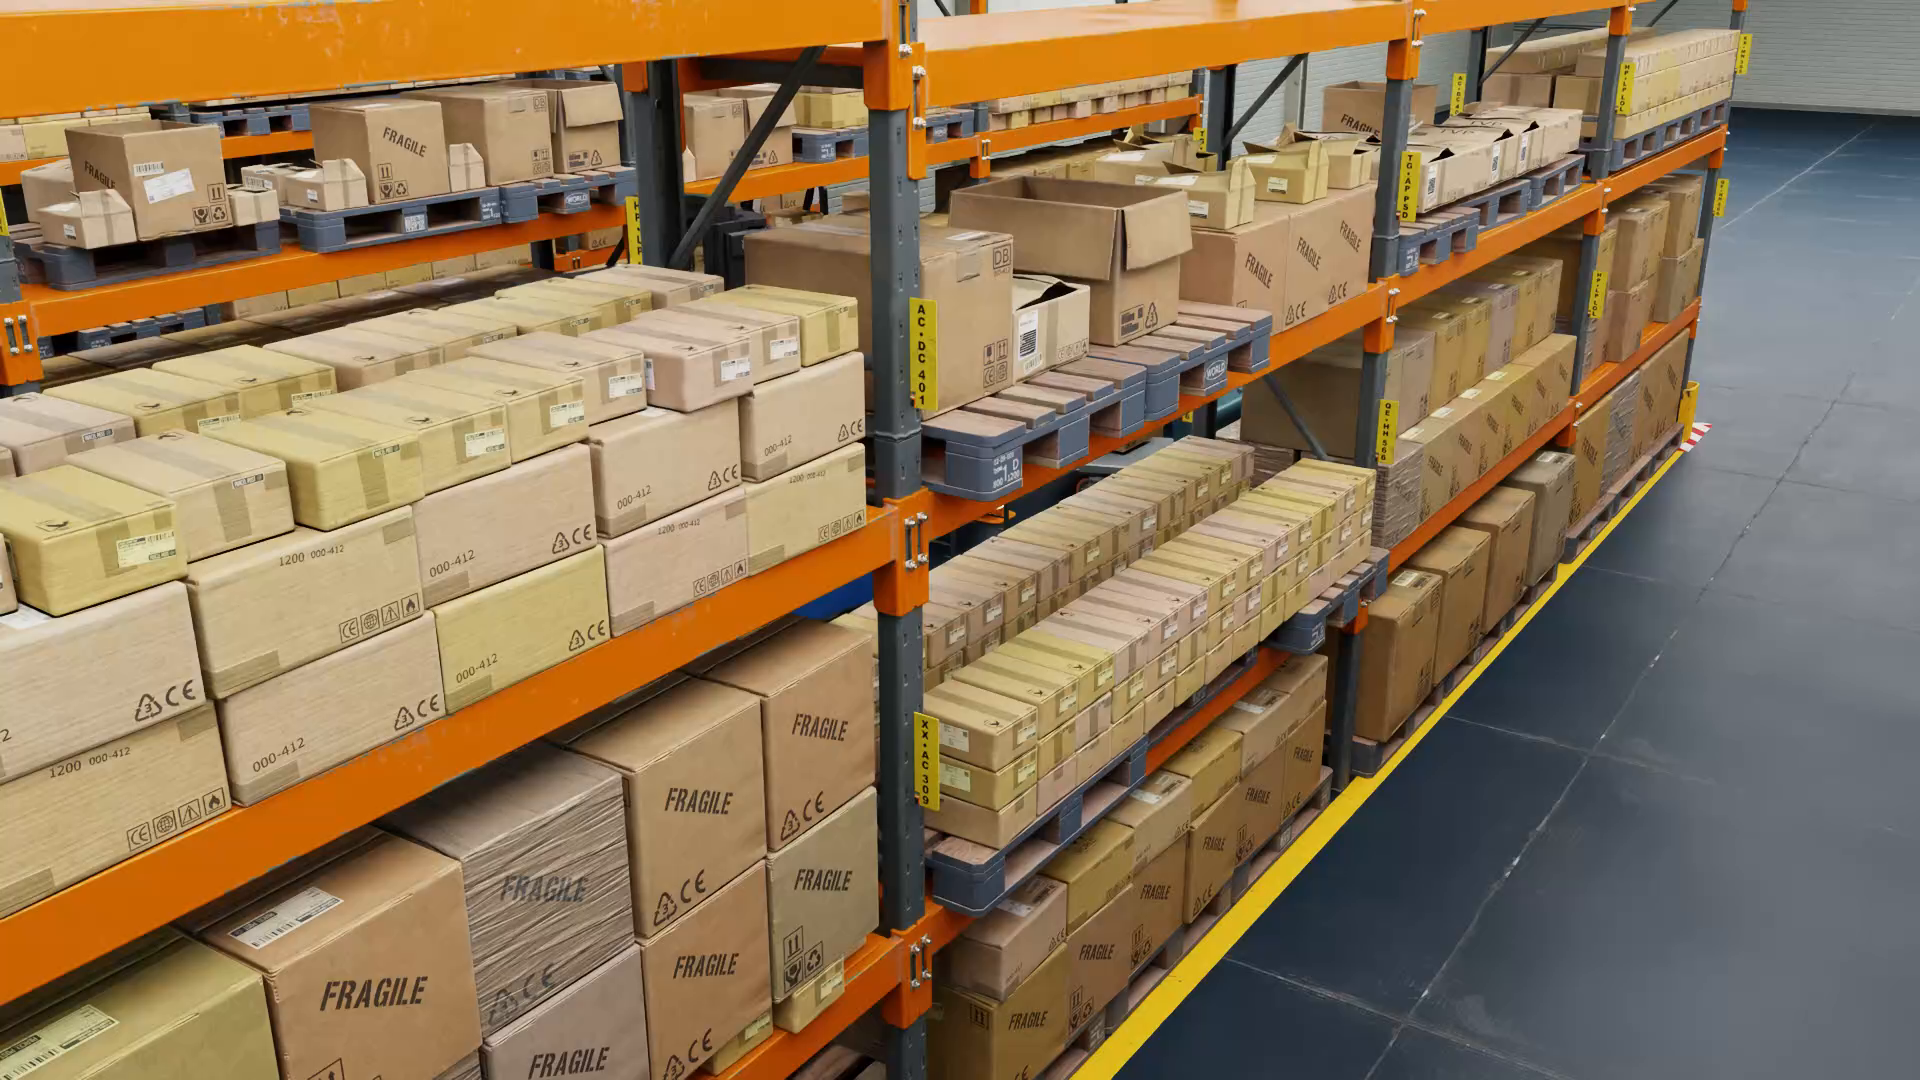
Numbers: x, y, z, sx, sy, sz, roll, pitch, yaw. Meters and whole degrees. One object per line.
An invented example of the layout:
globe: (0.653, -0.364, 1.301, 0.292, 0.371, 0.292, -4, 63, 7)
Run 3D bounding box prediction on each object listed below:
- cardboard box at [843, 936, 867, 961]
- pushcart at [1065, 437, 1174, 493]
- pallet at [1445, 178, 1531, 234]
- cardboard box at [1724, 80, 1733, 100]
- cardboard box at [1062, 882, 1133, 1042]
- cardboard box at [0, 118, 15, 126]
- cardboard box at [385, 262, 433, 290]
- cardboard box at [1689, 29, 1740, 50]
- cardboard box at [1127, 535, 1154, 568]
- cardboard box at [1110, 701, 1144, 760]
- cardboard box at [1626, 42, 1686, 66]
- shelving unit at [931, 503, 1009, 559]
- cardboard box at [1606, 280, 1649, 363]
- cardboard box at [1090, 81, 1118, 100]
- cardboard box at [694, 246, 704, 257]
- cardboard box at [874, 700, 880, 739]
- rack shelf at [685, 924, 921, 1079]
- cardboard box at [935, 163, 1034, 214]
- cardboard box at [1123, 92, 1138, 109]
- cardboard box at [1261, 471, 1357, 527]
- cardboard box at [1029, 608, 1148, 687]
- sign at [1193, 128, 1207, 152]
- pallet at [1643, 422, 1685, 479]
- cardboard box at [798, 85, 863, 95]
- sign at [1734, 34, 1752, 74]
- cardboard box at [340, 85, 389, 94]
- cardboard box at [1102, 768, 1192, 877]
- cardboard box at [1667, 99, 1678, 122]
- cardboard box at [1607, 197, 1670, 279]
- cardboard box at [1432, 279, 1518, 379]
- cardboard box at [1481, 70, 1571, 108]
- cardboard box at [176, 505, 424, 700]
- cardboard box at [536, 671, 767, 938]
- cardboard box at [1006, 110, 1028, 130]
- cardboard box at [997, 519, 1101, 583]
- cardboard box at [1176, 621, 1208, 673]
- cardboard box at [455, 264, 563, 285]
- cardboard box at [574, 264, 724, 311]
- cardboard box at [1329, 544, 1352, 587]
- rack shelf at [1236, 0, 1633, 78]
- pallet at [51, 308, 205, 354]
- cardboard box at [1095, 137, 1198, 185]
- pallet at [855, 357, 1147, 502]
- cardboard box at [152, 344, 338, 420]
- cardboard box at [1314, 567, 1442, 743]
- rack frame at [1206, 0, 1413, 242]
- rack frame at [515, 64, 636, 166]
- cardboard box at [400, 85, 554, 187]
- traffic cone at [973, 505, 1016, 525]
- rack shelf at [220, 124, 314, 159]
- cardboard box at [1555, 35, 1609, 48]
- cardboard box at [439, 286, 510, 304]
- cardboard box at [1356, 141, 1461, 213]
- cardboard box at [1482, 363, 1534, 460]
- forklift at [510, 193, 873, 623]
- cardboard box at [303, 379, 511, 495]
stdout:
cardboard box: (-0.529, 1.253, 5.417, 0.380, 0.149, 0.250, 13, 24, 31)
pushcart: (1.698, -0.564, 13.746, 1.648, 0.377, 0.936, 5, 21, 13)
pallet: (2.631, -1.975, 9.729, 1.003, 0.211, 1.213, 15, 25, 34)
cardboard box: (6.277, -3.807, 14.023, 0.380, 0.149, 0.250, 13, 24, 32)
cardboard box: (0.369, 1.670, 6.923, 0.500, 0.500, 0.500, 15, 25, 34)
cardboard box: (-7.187, -3.136, 12.237, 0.380, 0.149, 0.250, 14, 24, 32)
cardboard box: (-5.256, -2.494, 15.400, 0.500, 0.250, 0.500, 14, 25, 34)
cardboard box: (6.275, -4.180, 13.881, 0.380, 0.149, 0.250, 14, 24, 32)
cardboard box: (0.669, 0.040, 7.662, 0.380, 0.149, 0.250, 13, 24, 32)
cardboard box: (0.477, 0.681, 6.356, 0.380, 0.149, 0.250, 14, 24, 32)
cardboard box: (5.135, -3.598, 12.309, 0.380, 0.149, 0.250, 13, 24, 32)
shelving unit: (0.004, -0.705, 12.510, 0.431, 1.500, 0.755, 13, 24, 32)
cardboard box: (4.824, -1.761, 12.985, 0.875, 0.550, 0.550, 13, 24, 32)
cardboard box: (1.115, -4.210, 15.285, 0.500, 0.250, 0.500, 14, 24, 32)
cardboard box: (-1.874, -1.940, 12.508, 0.500, 0.500, 0.500, 11, 23, 28)
cardboard box: (-0.501, 0.636, 6.050, 0.380, 0.149, 0.250, 14, 25, 33)
rack shelf: (-1.686, 1.919, 4.291, 1.077, 0.370, 4.000, 13, 24, 32)
cardboard box: (0.211, -2.964, 14.439, 0.700, 0.500, 0.500, 13, 24, 31)
cardboard box: (1.475, -4.216, 15.878, 0.380, 0.149, 0.250, 13, 24, 31)
cardboard box: (1.647, -0.197, 7.873, 0.380, 0.149, 0.250, 13, 24, 31)
cardboard box: (0.480, 0.400, 6.258, 0.380, 0.149, 0.250, 13, 24, 31)
sign: (1.232, -1.937, 8.496, 0.100, 0.325, 0.005, 13, 24, 32)
pallet: (5.799, -0.883, 14.848, 1.003, 0.211, 1.213, 13, 24, 32)
cardboard box: (-0.991, -3.504, 12.481, 0.500, 0.250, 0.500, 14, 24, 33)
sign: (6.625, -4.111, 14.069, 0.100, 0.325, 0.005, 13, 24, 32)
cardboard box: (-5.390, -4.194, 14.561, 0.500, 0.500, 0.500, 14, 24, 33)
cardboard box: (0.660, 1.172, 7.190, 0.500, 0.250, 0.500, 14, 25, 34)
cardboard box: (5.135, -3.225, 12.448, 0.380, 0.149, 0.250, 13, 24, 32)
cardboard box: (5.093, -2.426, 13.228, 0.875, 0.550, 0.500, 13, 24, 32)
cardboard box: (3.089, -1.367, 10.553, 0.700, 0.500, 0.500, 14, 24, 32)
cardboard box: (4.000, -3.199, 11.804, 0.500, 0.250, 0.500, 13, 24, 31)
cardboard box: (-1.479, 0.071, 3.422, 0.500, 0.250, 0.500, 12, 24, 30)
cardboard box: (-0.889, 0.689, 4.565, 0.500, 0.500, 0.500, 12, 24, 30)
cardboard box: (0.358, -3.619, 14.263, 0.380, 0.149, 0.250, 13, 24, 32)
cardboard box: (0.386, 0.045, 7.220, 0.380, 0.149, 0.250, 13, 24, 31)
cardboard box: (0.773, 0.388, 6.721, 0.380, 0.149, 0.250, 13, 24, 31)
cardboard box: (-2.943, -1.499, 10.908, 0.500, 0.500, 0.500, 12, 24, 30)
cardboard box: (-0.926, -0.714, 4.970, 0.380, 0.149, 0.250, 13, 24, 31)
cardboard box: (1.648, 0.083, 7.975, 0.380, 0.149, 0.250, 13, 24, 32)
rack shelf: (2.811, -3.003, 9.525, 1.077, 0.370, 4.000, 13, 24, 32)
pallet: (-6.894, -1.746, 13.437, 1.213, 0.211, 1.003, 13, 24, 32)
cardboard box: (0.831, -1.662, 7.363, 0.396, 0.266, 0.258, 13, 24, 32)
pallet: (-0.127, -0.468, 5.653, 1.213, 0.211, 1.003, 13, 24, 32)
cardboard box: (-1.704, -0.347, 3.976, 0.380, 0.149, 0.250, 15, 25, 34)
cardboard box: (2.103, 0.561, 9.563, 1.050, 0.750, 0.750, 13, 24, 31)
rack frame: (1.687, -2.954, 7.780, 1.000, 3.000, 0.127, 13, 24, 32)
rack frame: (-2.464, -3.890, 10.311, 1.000, 3.000, 0.127, 13, 24, 32)
cardboard box: (-2.863, -2.406, 9.873, 0.700, 0.500, 0.500, 12, 23, 29)
traffic cone: (0.245, -0.406, 13.195, 0.336, 0.463, 0.334, 13, 24, 32)
rack shelf: (-5.447, -3.687, 15.122, 1.077, 0.370, 4.000, 13, 24, 32)
cardboard box: (4.874, -3.871, 13.046, 0.380, 0.149, 0.250, 14, 24, 33)
cardboard box: (-2.820, -1.244, 10.220, 0.500, 0.500, 0.500, 14, 24, 33)
cardboard box: (2.276, -1.914, 8.671, 0.500, 0.311, 0.500, 13, 24, 32)
cardboard box: (3.295, -0.843, 10.576, 0.500, 0.500, 0.500, 14, 24, 32)
forklift: (-1.903, -0.490, 9.865, 3.031, 2.935, 1.130, -19, 27, -41)
cardboard box: (-1.217, -0.231, 3.664, 0.380, 0.149, 0.250, 13, 24, 31)
